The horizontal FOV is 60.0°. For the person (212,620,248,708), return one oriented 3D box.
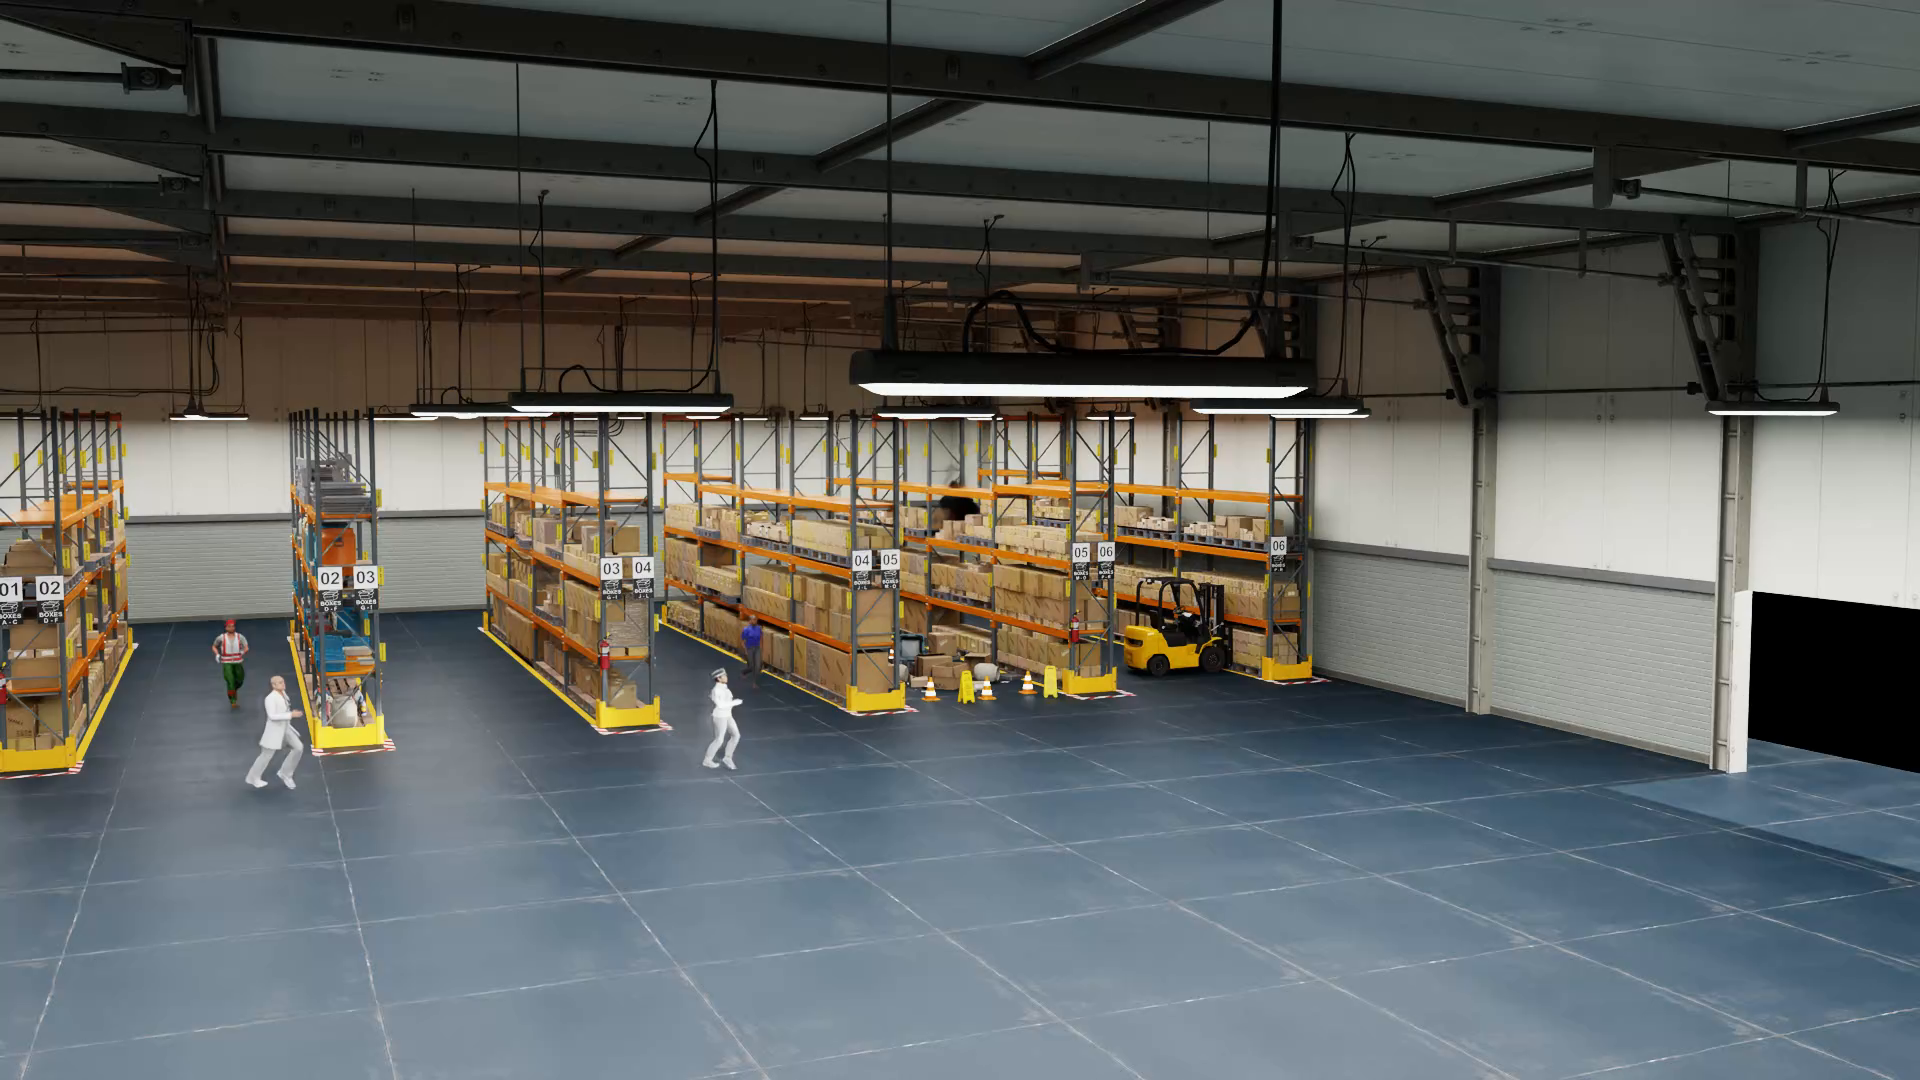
[{"bbox_3d":[-14.742,2.489,33.646,0.668,1.759,0.856,-3,5,-34],"label":"person"}]

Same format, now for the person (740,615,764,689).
[{"bbox_3d":[-4.521,2.410,36.052,0.558,1.599,0.592,-3,5,-32],"label":"person"}]

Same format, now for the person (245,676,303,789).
[{"bbox_3d":[-10.687,3.014,26.032,0.962,1.804,0.723,1,4,9],"label":"person"}]

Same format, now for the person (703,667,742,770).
[{"bbox_3d":[-3.908,2.936,27.441,0.684,1.666,0.592,0,4,6],"label":"person"}]
